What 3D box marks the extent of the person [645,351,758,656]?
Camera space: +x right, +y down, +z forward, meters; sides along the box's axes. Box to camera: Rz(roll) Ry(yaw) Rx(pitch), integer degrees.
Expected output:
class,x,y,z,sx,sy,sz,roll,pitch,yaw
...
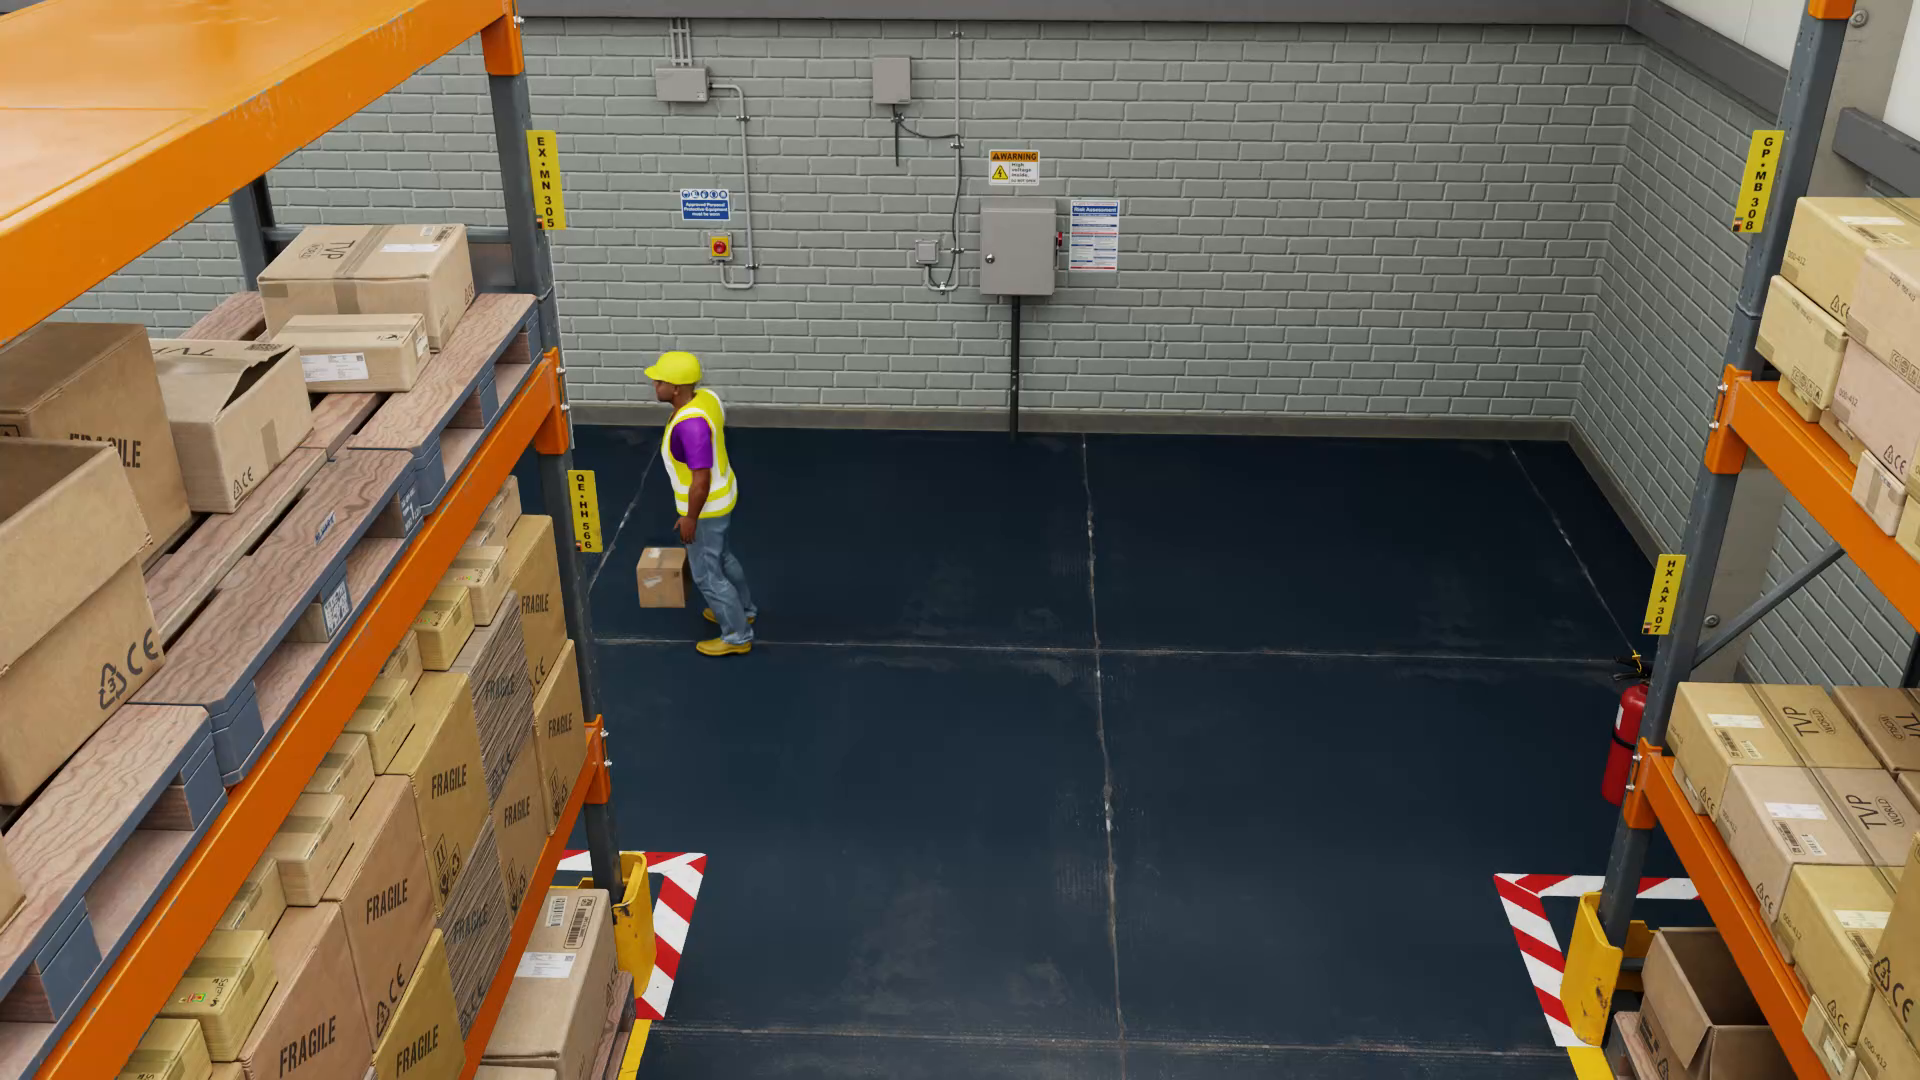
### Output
class,x,y,z,sx,sy,sz,roll,pitch,yaw
person,-1.391,-0.203,9.001,0.487,1.746,0.689,1,28,1
